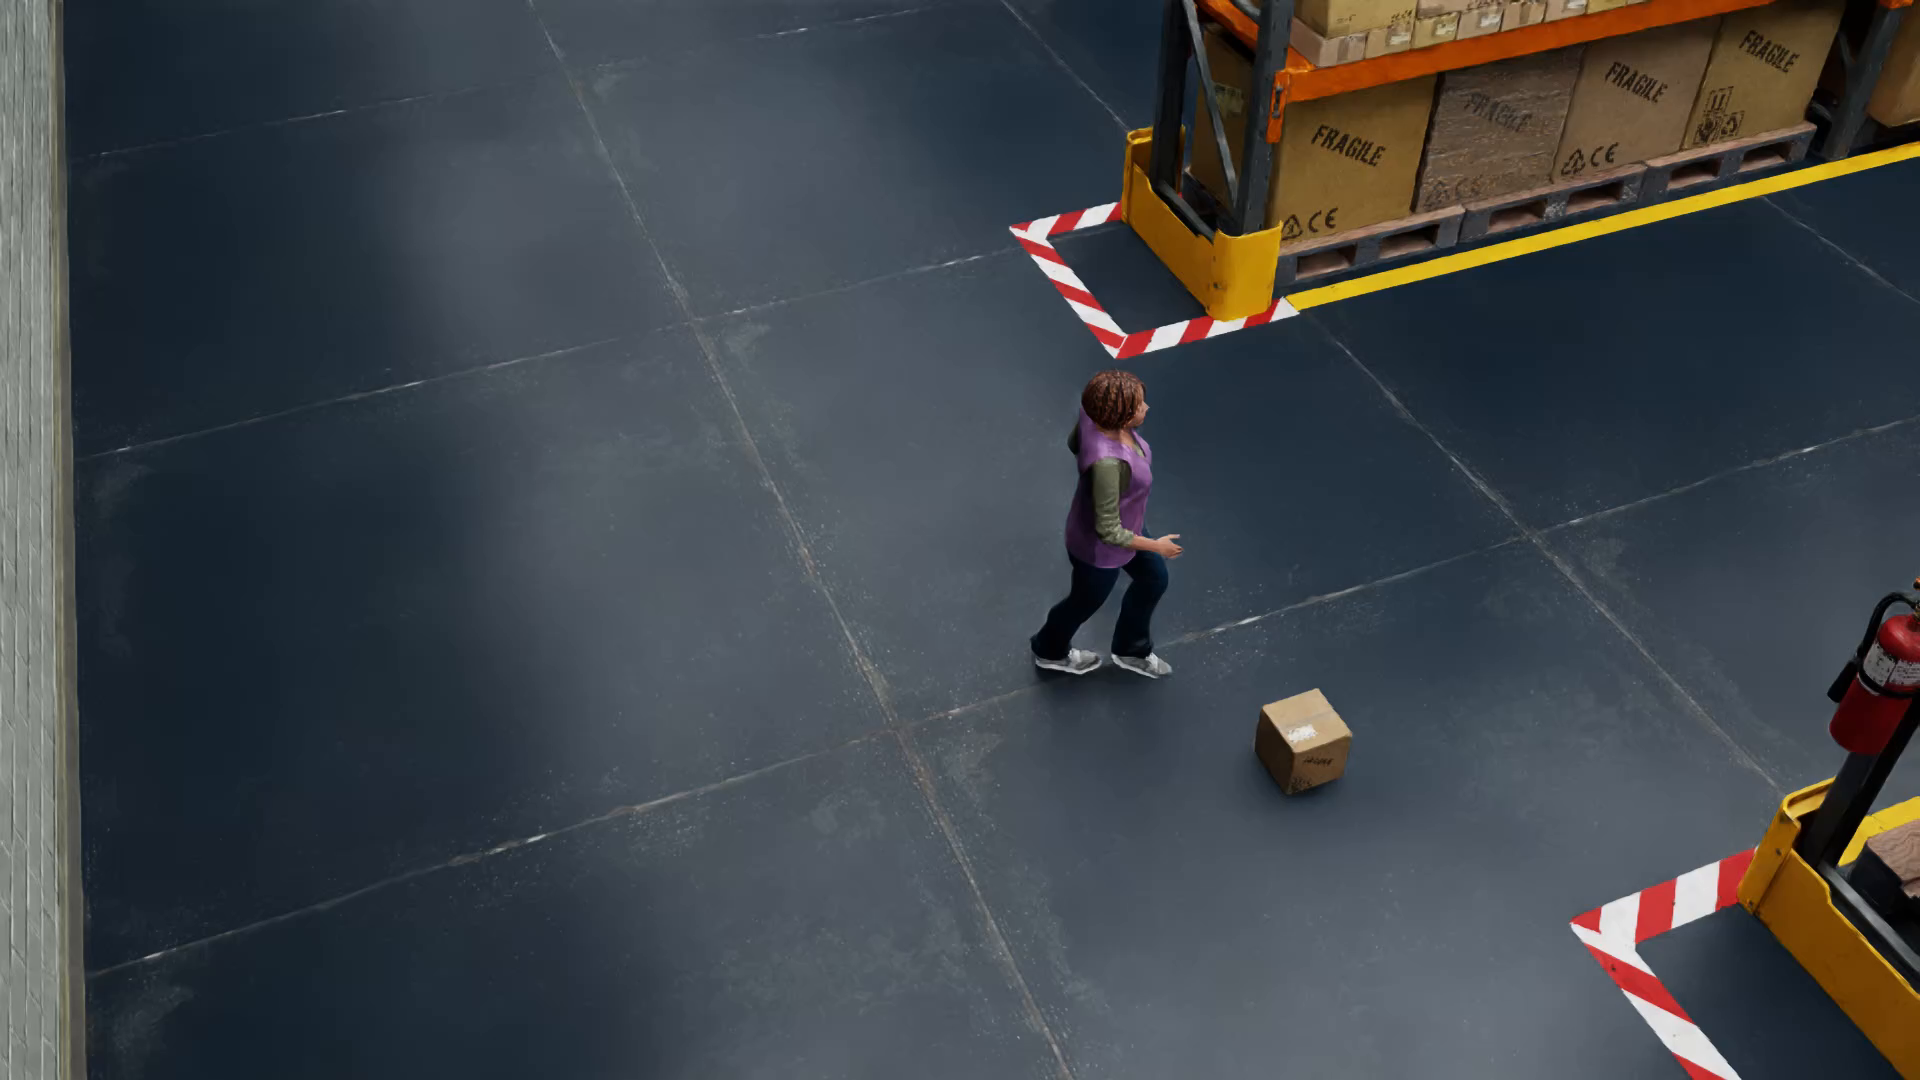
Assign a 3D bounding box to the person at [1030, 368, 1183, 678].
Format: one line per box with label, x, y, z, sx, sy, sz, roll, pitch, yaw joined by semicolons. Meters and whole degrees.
person;0.566;-0.008;6.218;0.585;1.597;0.562;6;43;6
